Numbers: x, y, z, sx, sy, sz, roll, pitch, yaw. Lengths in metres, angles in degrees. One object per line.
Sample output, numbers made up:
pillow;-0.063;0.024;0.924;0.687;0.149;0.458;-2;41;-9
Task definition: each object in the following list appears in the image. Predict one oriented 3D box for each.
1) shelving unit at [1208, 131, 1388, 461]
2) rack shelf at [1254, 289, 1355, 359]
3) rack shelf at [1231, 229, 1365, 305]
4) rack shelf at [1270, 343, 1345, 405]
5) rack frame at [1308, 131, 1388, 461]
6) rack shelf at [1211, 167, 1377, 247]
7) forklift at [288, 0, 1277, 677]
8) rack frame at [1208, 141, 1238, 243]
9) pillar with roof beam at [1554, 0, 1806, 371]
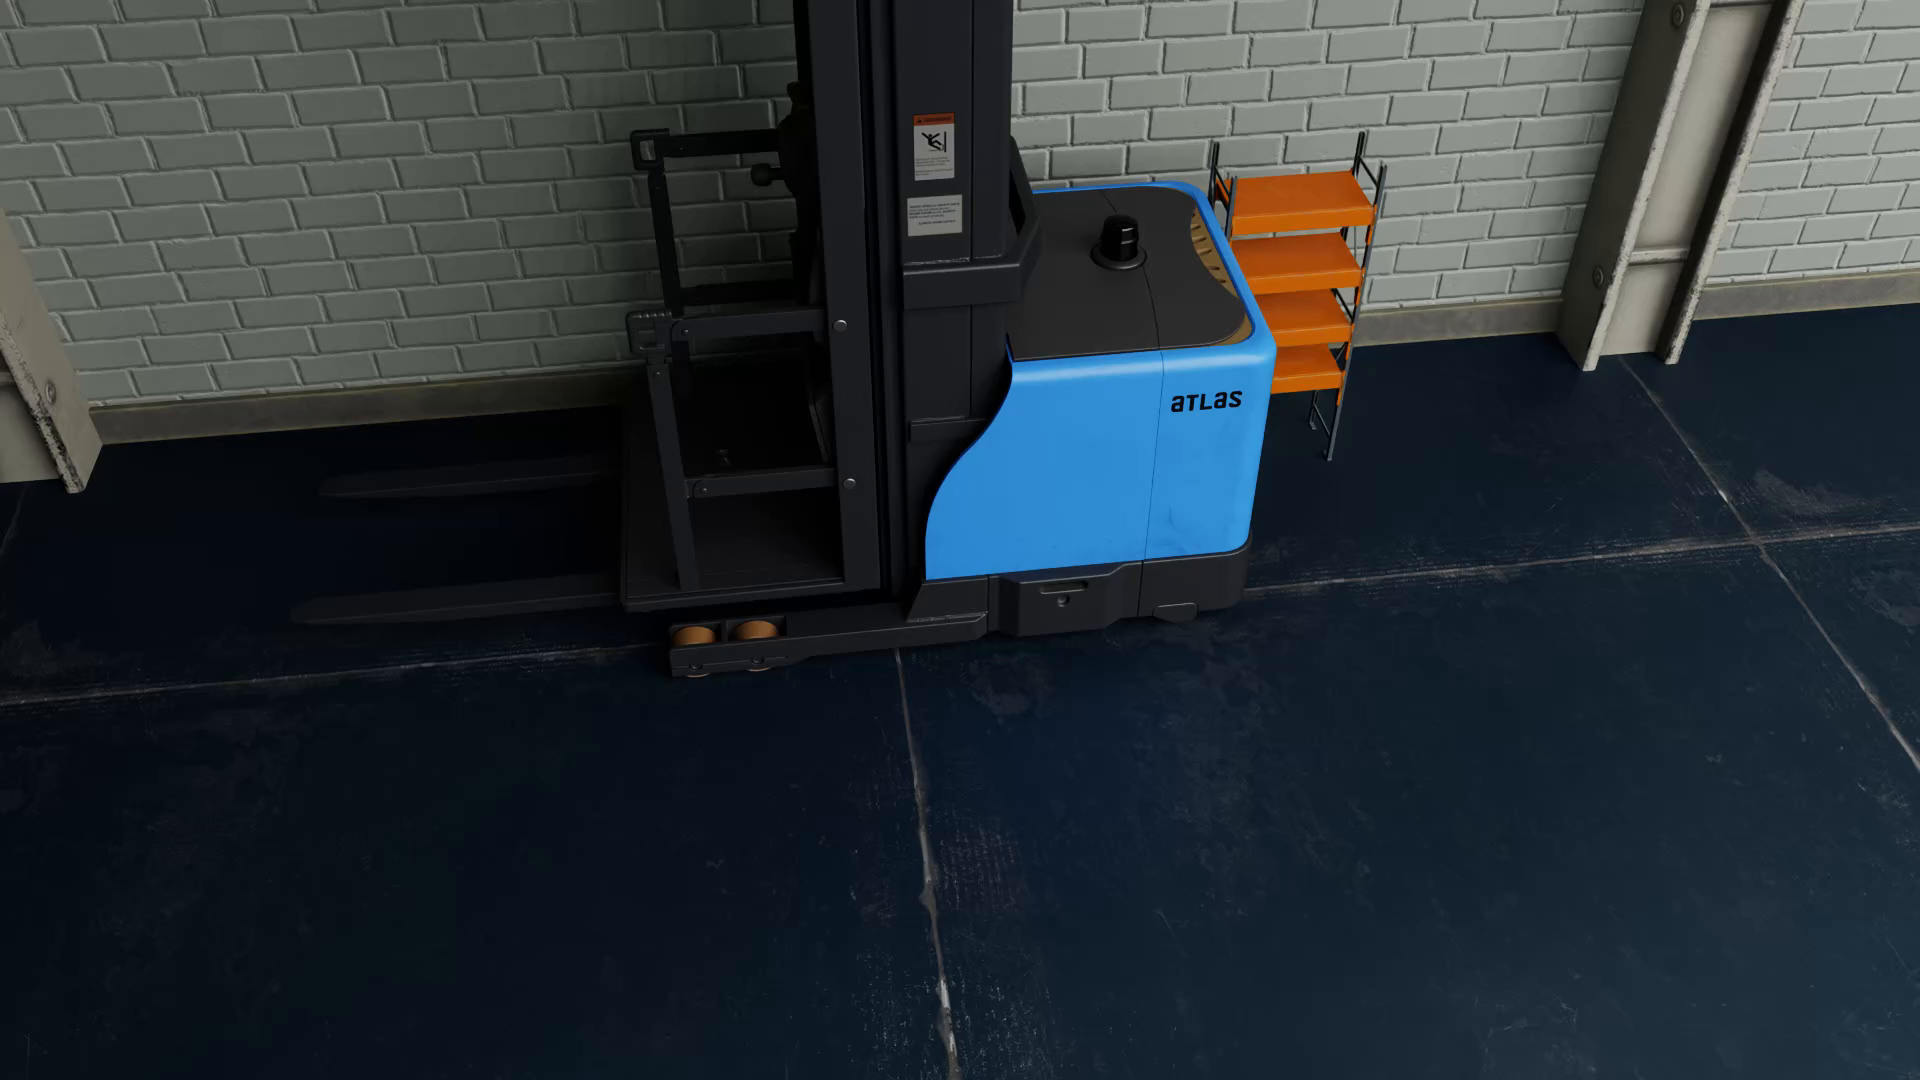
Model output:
shelving unit;1.089;-0.790;5.730;0.503;1.200;0.258;-5;42;-6
rack shelf;1.089;-0.740;5.775;0.480;0.148;0.258;-5;42;-6
rack shelf;1.089;-0.906;5.625;0.480;0.148;0.258;-5;42;-6
rack shelf;1.089;-0.592;5.908;0.480;0.148;0.258;-5;42;-6
rack frame;1.331;-0.813;5.755;0.015;1.200;0.240;-5;42;-6
rack shelf;1.089;-1.082;5.467;0.480;0.148;0.258;-5;42;-6
forklift;-0.624;-1.032;4.706;3.031;2.935;1.130;-5;42;-6
rack frame;0.847;-0.767;5.704;0.015;1.200;0.240;-5;42;-6
pillar with roof beam;3.158;-1.260;0.429;0.400;9.000;9.100;-5;42;-6
